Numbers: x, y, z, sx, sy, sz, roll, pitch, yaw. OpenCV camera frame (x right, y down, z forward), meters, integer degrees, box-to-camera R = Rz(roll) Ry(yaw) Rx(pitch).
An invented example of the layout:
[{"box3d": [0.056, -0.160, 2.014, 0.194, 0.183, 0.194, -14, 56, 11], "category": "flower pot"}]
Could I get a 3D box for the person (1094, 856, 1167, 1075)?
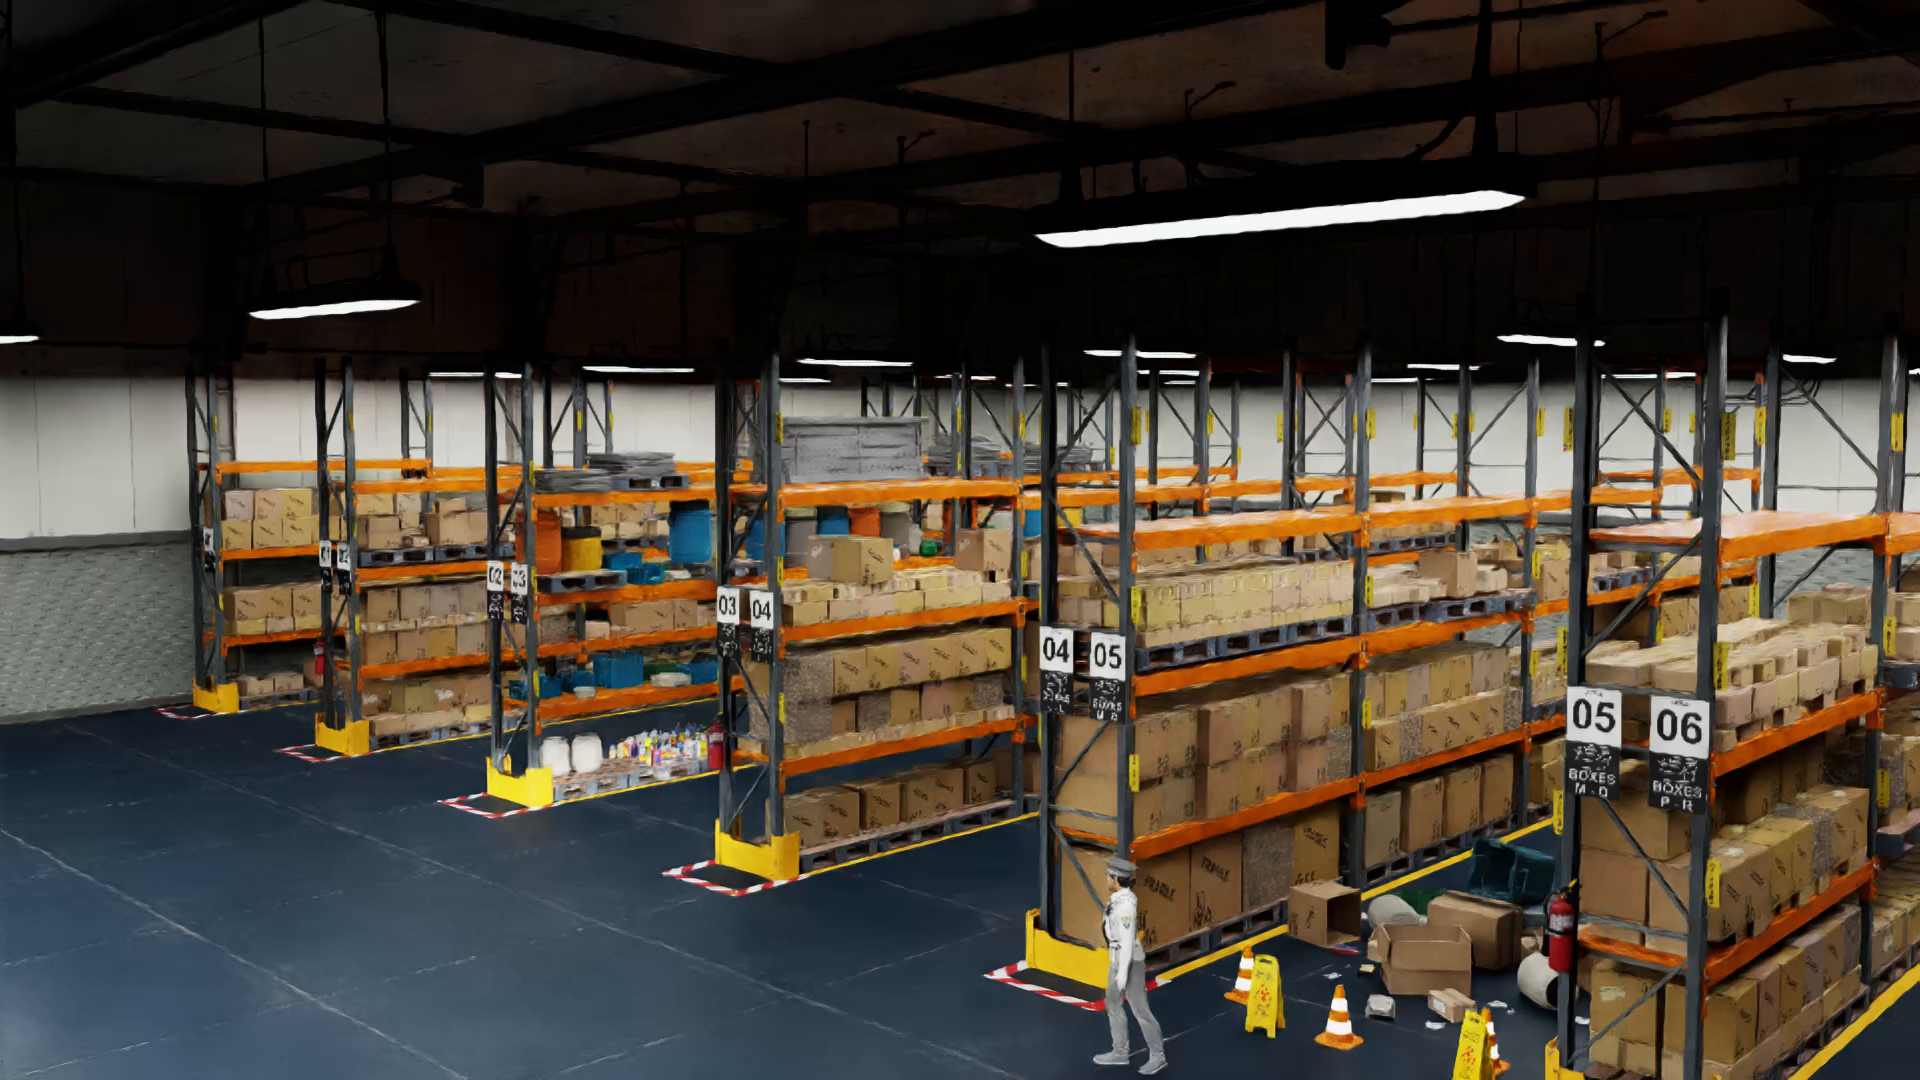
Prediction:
[{"box3d": [1.344, 3.337, 13.104, 0.561, 1.661, 0.507, 0, 4, 1], "category": "person"}]
